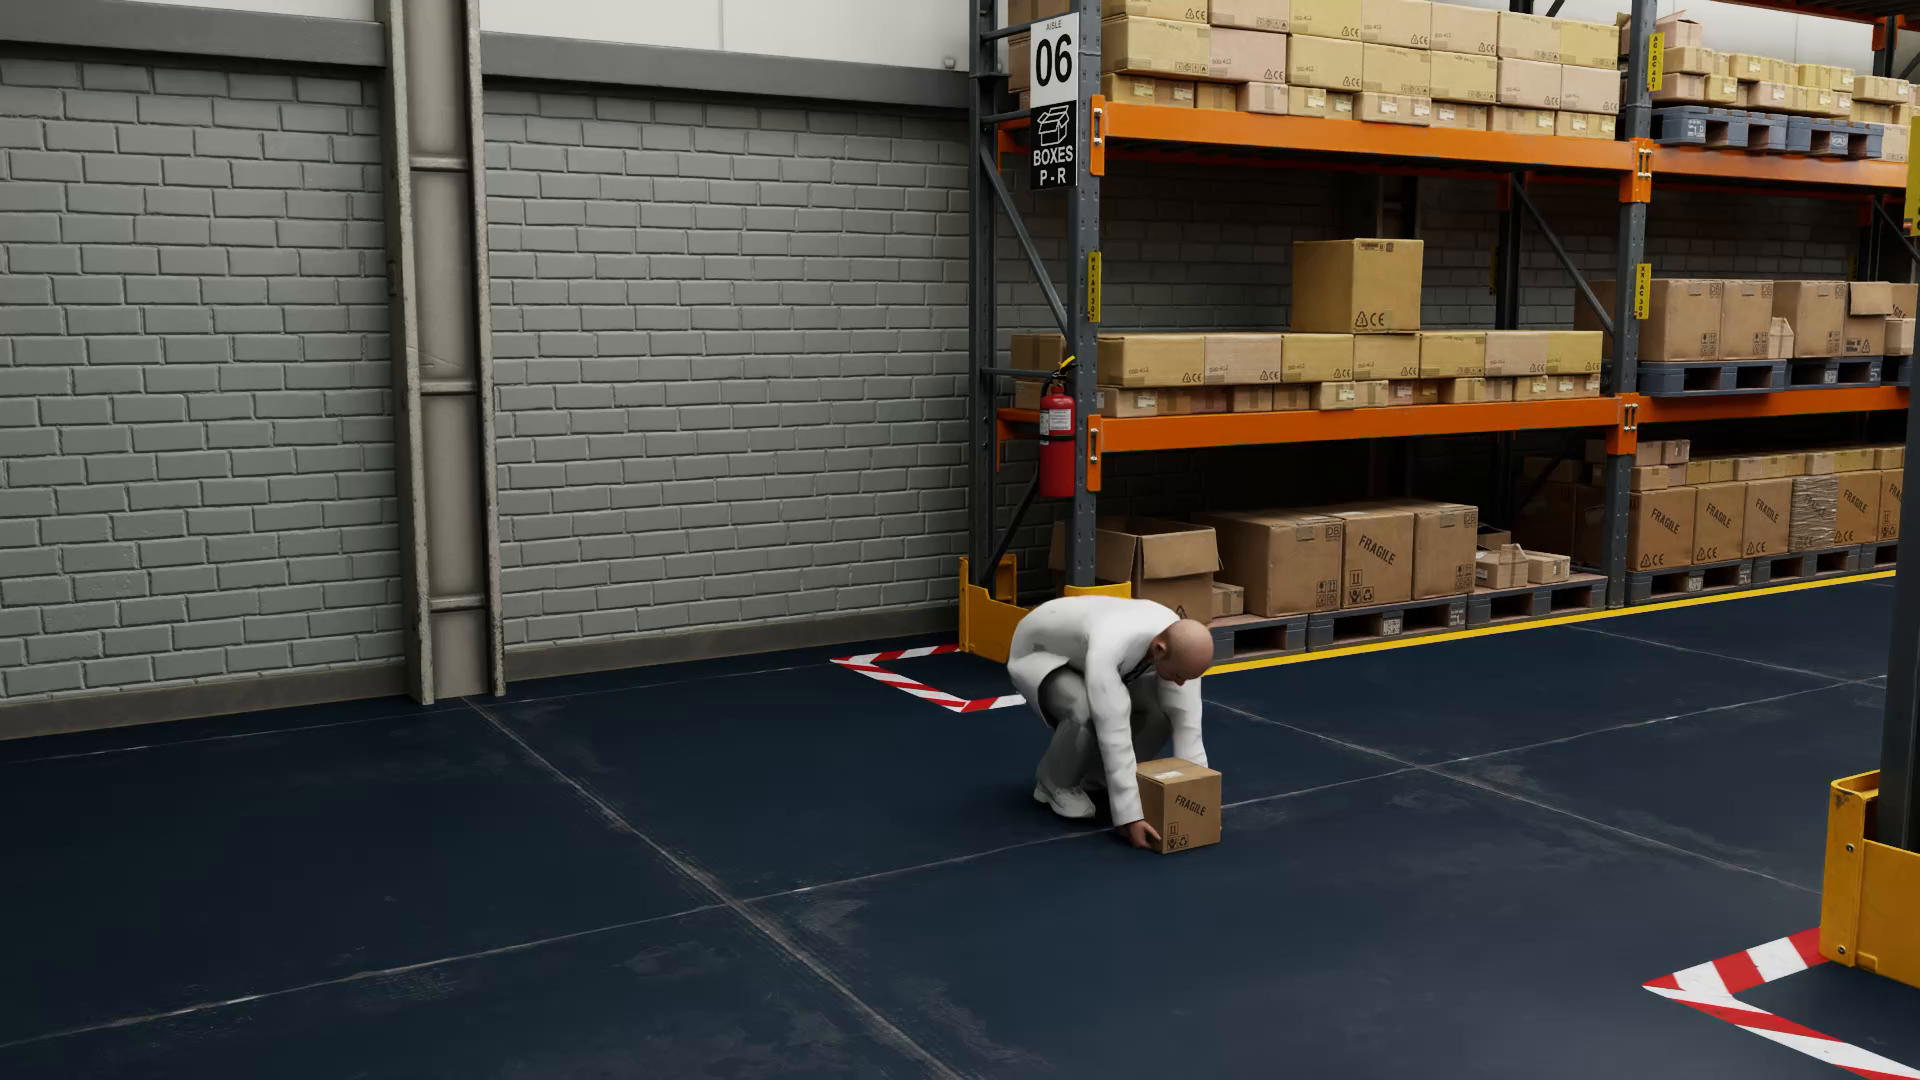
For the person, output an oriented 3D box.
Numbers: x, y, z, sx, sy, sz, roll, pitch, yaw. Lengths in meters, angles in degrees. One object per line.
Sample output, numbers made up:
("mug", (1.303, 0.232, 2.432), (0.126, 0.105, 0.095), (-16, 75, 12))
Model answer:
("person", (0.550, 0.620, 6.052), (0.575, 0.816, 0.940), (-5, 9, -32))
